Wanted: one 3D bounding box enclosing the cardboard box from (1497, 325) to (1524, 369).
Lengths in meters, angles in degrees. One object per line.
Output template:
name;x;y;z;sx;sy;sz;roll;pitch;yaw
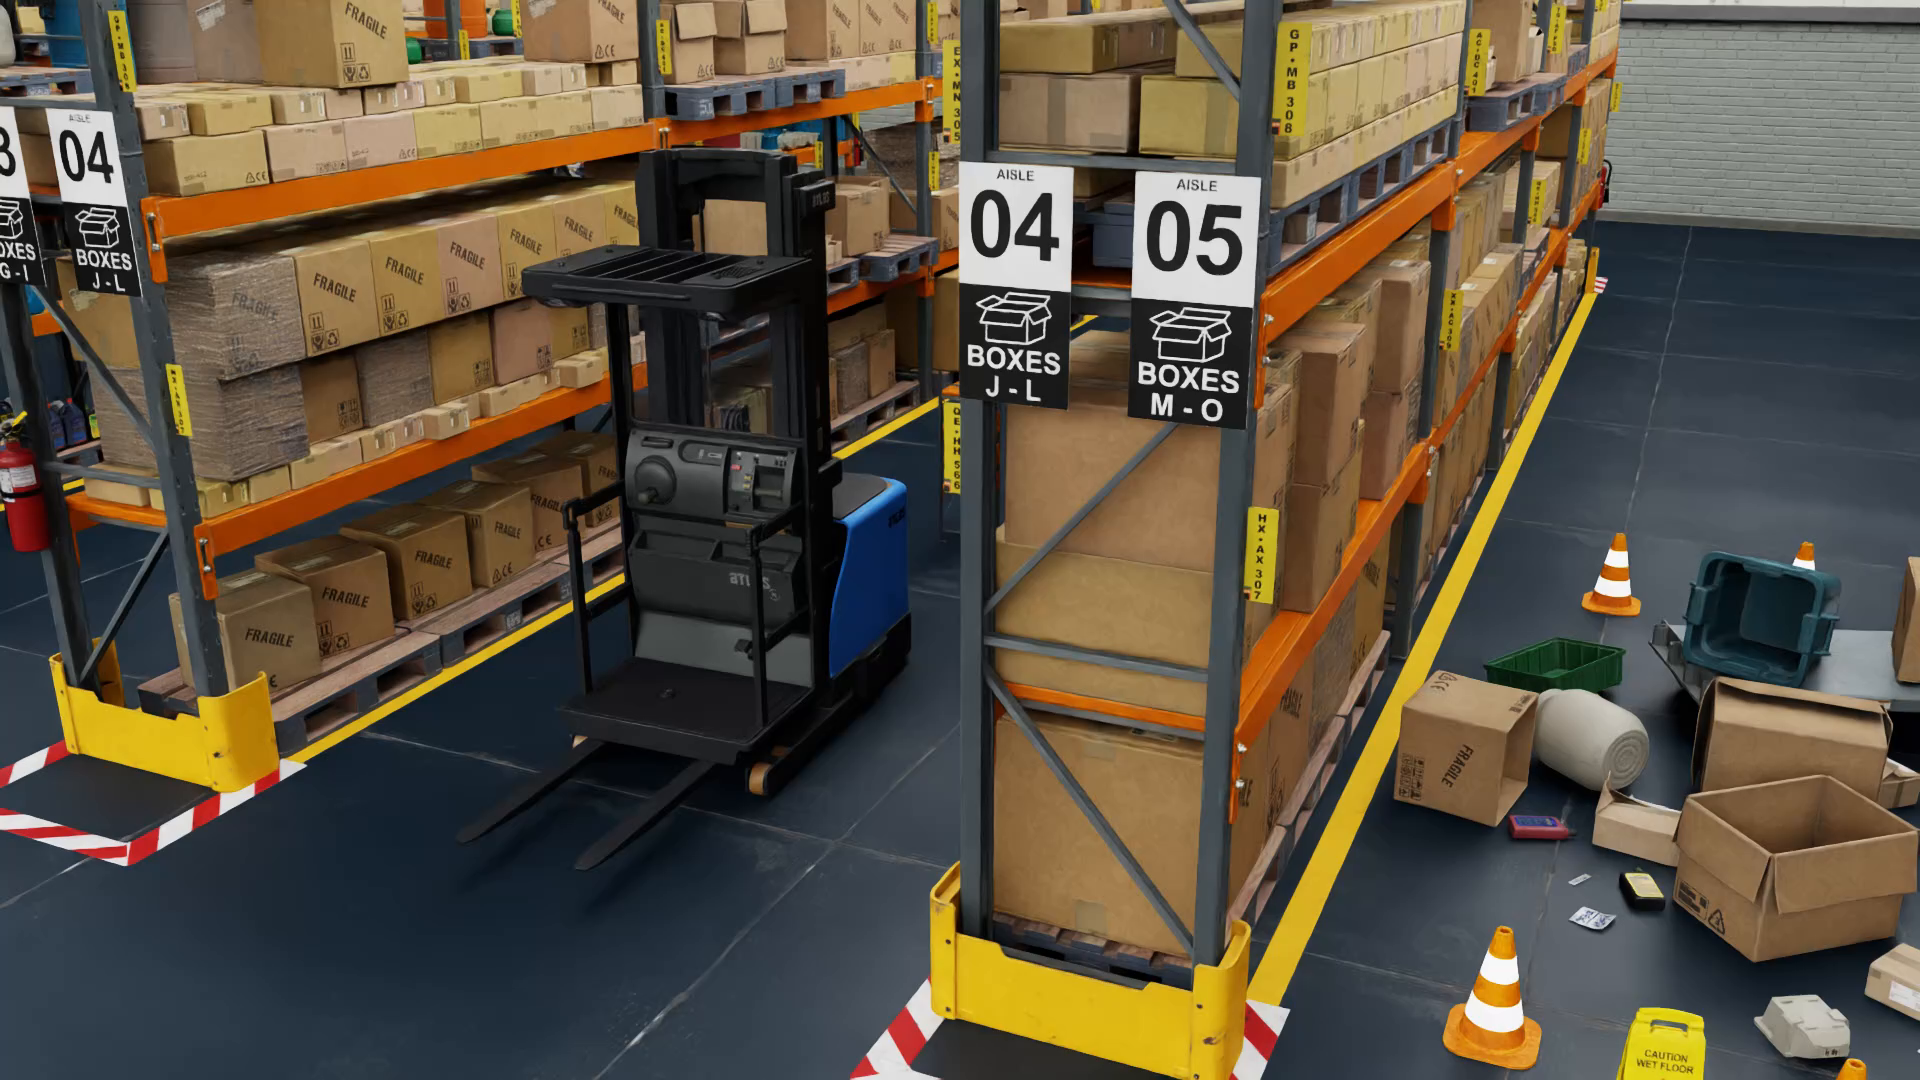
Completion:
cardboard box;4.260;-1.579;13.418;0.500;0.250;0.500;8;21;20

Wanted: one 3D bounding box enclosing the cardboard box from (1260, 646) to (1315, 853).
cardboard box;1.056;0.735;7.470;0.875;0.875;0.875;8;21;22

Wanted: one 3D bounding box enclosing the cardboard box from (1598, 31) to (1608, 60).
cardboard box;6.253;-5.010;16.826;0.500;0.250;0.500;10;22;25

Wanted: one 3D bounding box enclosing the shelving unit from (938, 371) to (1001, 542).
shelving unit;0.068;-0.616;11.410;0.258;1.200;0.503;9;21;23

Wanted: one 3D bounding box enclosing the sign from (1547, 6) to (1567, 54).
sign;4.259;-3.644;11.872;0.100;0.325;0.005;9;21;23

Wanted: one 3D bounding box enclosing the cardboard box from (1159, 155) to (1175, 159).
cardboard box;0.620;-1.503;6.342;0.380;0.149;0.250;9;21;23

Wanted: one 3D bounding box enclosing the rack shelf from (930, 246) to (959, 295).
rack shelf;0.092;-3.012;16.536;1.077;0.370;4.000;9;21;23

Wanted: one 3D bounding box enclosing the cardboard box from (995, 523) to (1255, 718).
cardboard box;0.591;0.227;6.130;0.875;0.550;0.550;9;21;23

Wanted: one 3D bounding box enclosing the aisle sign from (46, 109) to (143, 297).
aisle sign;-3.755;-1.459;7.215;0.394;0.787;0.004;9;21;23

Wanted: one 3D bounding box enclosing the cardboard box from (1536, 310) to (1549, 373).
cardboard box;5.111;-1.854;15.308;0.500;0.500;0.500;8;21;21

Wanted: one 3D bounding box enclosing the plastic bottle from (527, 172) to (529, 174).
plastic bottle;-4.816;-3.985;18.371;0.061;0.283;0.133;9;21;23

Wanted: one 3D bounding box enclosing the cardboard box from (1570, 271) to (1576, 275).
cardboard box;6.543;-2.873;18.255;0.380;0.149;0.250;10;22;25

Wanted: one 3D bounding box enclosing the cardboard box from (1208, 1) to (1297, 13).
cardboard box;1.348;-2.423;7.739;0.380;0.149;0.250;8;21;22

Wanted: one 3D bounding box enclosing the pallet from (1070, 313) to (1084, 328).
pallet;0.663;-2.402;17.909;1.003;0.211;1.213;9;21;23

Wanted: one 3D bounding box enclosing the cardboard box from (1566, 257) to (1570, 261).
cardboard box;6.469;-3.021;18.227;0.380;0.149;0.250;8;21;21

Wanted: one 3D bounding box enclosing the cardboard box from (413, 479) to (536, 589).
cardboard box;-2.976;-0.044;10.218;0.500;0.500;0.500;7;21;18

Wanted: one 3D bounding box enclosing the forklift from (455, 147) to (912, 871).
forklift;-1.300;-0.306;7.955;1.130;2.935;3.031;8;21;21

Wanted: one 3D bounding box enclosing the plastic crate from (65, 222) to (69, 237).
plastic crate;-6.965;-2.417;13.692;0.402;0.464;0.583;9;21;23

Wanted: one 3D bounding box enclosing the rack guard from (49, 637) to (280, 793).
rack guard;-3.972;0.860;8.303;1.175;0.500;0.348;9;21;23

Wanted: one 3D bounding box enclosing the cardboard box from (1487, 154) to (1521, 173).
cardboard box;5.335;-3.625;16.592;0.500;0.500;0.500;9;21;23

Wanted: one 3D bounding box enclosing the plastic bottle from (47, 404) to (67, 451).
plastic bottle;-6.963;-0.861;12.709;0.144;0.351;0.185;7;21;20

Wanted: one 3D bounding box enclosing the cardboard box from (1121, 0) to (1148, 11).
cardboard box;1.744;-6.219;19.079;0.700;0.500;0.500;10;22;25

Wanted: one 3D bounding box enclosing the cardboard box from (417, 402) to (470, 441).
cardboard box;-2.966;-0.675;9.266;0.380;0.149;0.250;9;21;23

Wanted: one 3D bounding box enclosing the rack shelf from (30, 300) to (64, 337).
rack shelf;-7.703;-1.246;11.570;1.077;0.370;4.000;9;21;23

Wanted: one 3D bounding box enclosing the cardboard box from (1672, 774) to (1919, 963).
cardboard box;3.447;1.357;6.901;0.797;0.503;0.637;-5;20;-15

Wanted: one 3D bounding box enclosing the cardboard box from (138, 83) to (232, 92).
cardboard box;-3.868;-2.194;8.315;0.380;0.149;0.250;9;21;23

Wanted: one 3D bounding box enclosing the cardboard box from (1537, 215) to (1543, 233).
cardboard box;4.882;-2.783;14.567;0.380;0.149;0.250;10;22;25

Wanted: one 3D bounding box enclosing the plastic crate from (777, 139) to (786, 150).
plastic crate;-2.467;-5.227;21.993;0.298;0.136;0.250;9;21;23

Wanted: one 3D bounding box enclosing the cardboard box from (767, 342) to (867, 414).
cardboard box;-1.199;-1.390;13.976;0.700;0.500;0.500;7;21;18

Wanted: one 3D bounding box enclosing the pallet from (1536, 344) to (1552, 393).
pallet;5.077;-1.699;15.931;1.003;0.211;1.213;9;21;23

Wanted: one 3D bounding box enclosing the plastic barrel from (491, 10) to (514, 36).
plastic barrel;-4.602;-5.250;16.882;0.294;0.245;0.294;0;20;0

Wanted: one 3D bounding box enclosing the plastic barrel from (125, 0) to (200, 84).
plastic barrel;-6.606;-4.231;13.665;0.600;0.901;0.600;0;20;0

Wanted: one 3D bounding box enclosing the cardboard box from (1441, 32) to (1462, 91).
cardboard box;2.151;-2.348;8.120;0.500;0.250;0.500;8;21;22

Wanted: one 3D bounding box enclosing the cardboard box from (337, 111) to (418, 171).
cardboard box;-3.158;-2.058;8.526;0.500;0.250;0.500;8;21;22

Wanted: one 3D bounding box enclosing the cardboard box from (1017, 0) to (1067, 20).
cardboard box;0.682;-5.442;17.042;0.700;0.500;0.500;9;22;24

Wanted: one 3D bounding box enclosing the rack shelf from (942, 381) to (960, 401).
rack shelf;0.068;-0.986;11.278;0.258;0.148;0.480;9;21;23

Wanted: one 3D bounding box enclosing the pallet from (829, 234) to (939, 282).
pallet;-0.922;-2.417;14.074;1.213;0.211;1.003;9;21;23

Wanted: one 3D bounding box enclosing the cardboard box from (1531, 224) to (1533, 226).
cardboard box;4.663;-2.762;14.063;0.380;0.149;0.250;8;21;22

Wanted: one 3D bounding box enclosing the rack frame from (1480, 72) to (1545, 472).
rack frame;3.756;-2.028;12.695;1.000;3.000;0.127;9;21;23

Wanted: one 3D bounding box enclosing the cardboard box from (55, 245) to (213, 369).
cardboard box;-4.004;-1.155;8.153;0.500;0.500;0.500;9;21;23

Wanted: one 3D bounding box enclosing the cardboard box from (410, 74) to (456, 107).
cardboard box;-2.961;-2.435;8.990;0.380;0.149;0.250;8;21;21

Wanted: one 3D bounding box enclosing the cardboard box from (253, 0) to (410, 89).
cardboard box;-3.149;-2.547;8.338;0.500;0.500;0.500;8;21;22

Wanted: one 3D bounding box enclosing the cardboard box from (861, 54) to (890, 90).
cardboard box;-0.889;-3.750;13.283;0.500;0.250;0.500;8;21;23

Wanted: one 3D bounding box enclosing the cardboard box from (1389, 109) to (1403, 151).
cardboard box;1.637;-1.723;6.961;0.380;0.149;0.250;8;21;23

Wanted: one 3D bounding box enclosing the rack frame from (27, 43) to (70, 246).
rack frame;-9.763;-4.100;18.521;1.000;3.000;0.127;9;21;23

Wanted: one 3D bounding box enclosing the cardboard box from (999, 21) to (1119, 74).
cardboard box;0.309;-1.648;5.558;0.380;0.149;0.250;9;21;23

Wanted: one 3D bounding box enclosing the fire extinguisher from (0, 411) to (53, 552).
fire extinguisher;-4.471;-0.286;7.912;0.296;0.674;0.183;9;21;23

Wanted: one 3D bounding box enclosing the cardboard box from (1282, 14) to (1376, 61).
cardboard box;1.325;-1.867;6.175;0.380;0.149;0.250;8;21;22

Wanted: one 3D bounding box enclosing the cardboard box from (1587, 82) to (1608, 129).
cardboard box;6.864;-4.803;18.413;0.500;0.500;0.500;8;21;21

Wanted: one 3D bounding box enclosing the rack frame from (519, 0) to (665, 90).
rack frame;-2.365;-4.344;10.252;1.000;3.000;0.127;9;21;23

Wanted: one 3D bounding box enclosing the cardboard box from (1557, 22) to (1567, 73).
cardboard box;4.431;-3.781;12.997;0.500;0.500;0.500;9;21;23

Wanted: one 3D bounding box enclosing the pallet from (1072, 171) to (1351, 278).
pallet;0.775;-1.182;5.973;1.003;0.211;1.213;9;21;23

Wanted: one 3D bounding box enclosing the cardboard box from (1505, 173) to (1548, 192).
cardboard box;4.980;-3.145;14.697;0.380;0.149;0.250;8;21;21

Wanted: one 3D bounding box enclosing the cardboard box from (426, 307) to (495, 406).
cardboard box;-3.198;-1.113;9.529;0.875;0.500;0.500;9;21;23

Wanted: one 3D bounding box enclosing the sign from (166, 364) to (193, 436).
sign;-3.508;-0.628;7.465;0.100;0.325;0.005;9;21;23

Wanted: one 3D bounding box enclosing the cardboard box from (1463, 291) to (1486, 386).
cardboard box;2.992;-1.283;10.452;0.500;0.500;0.500;8;21;22
